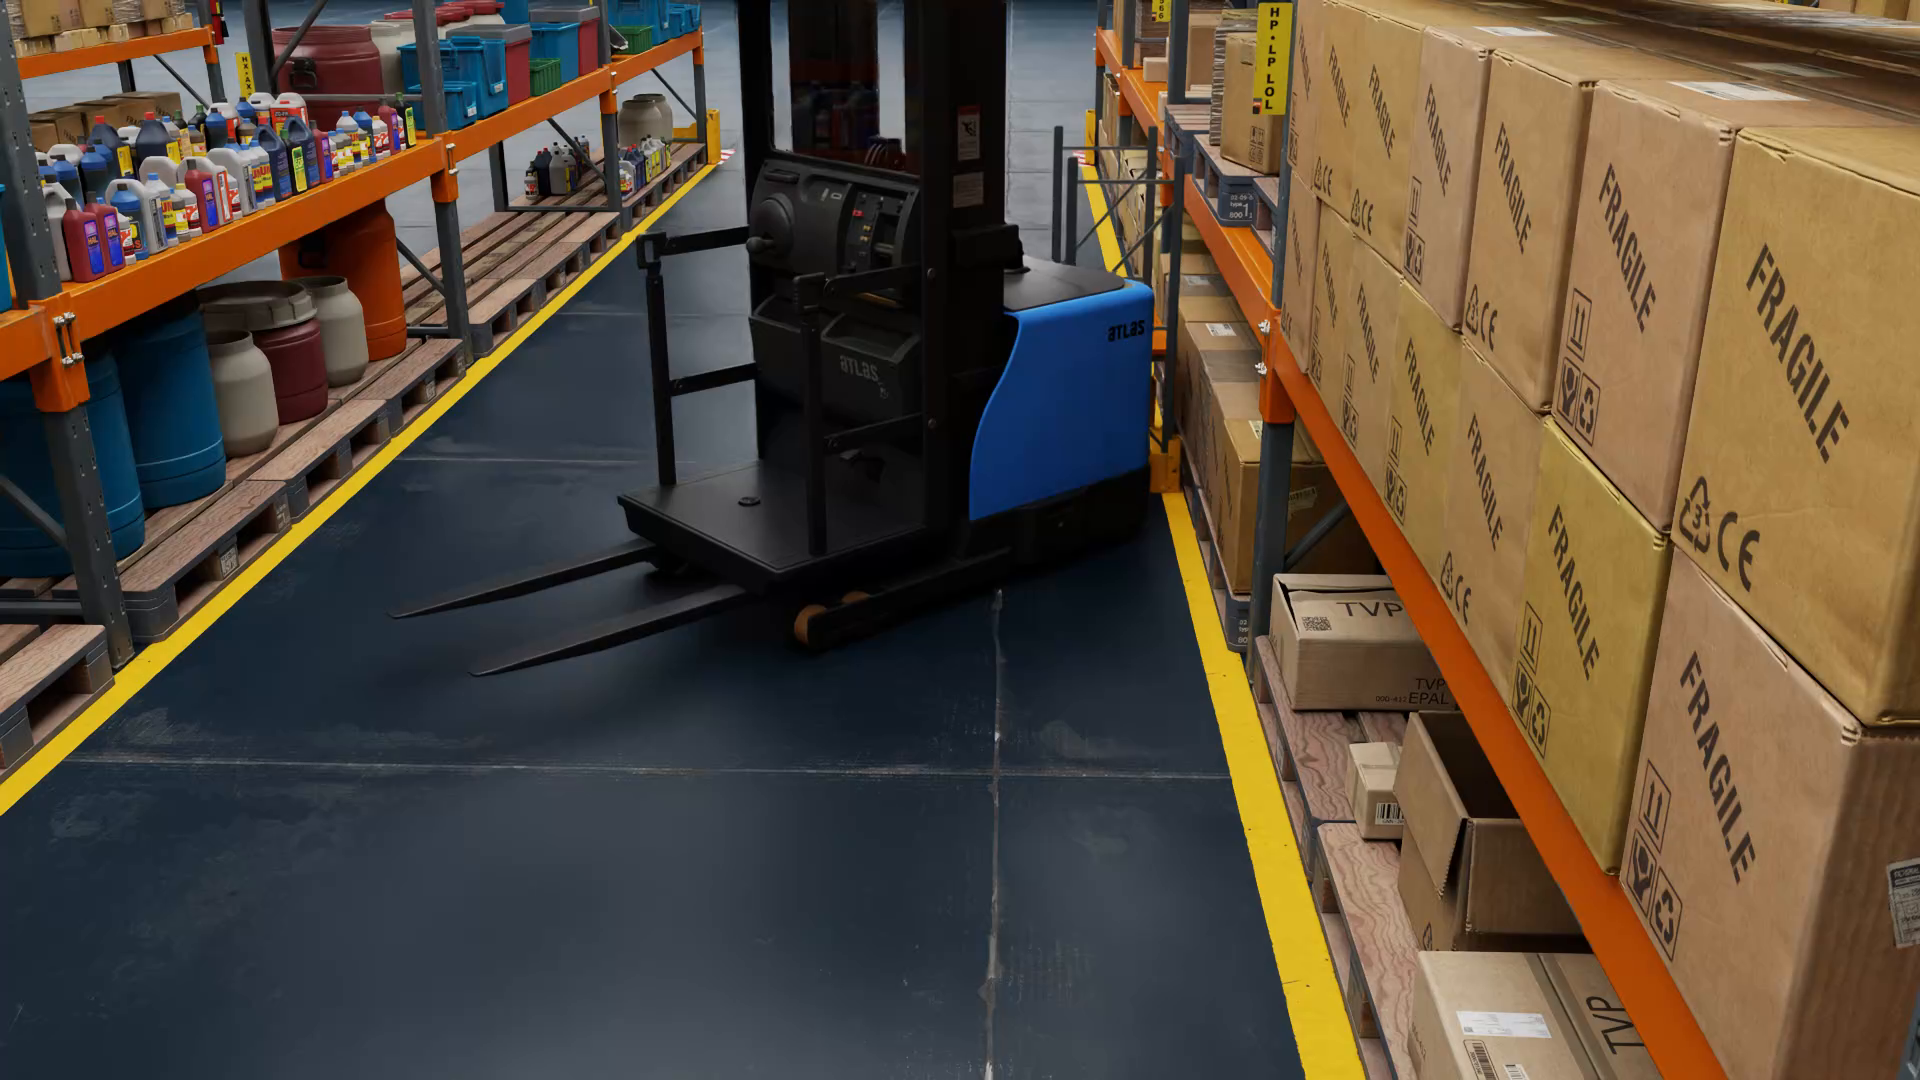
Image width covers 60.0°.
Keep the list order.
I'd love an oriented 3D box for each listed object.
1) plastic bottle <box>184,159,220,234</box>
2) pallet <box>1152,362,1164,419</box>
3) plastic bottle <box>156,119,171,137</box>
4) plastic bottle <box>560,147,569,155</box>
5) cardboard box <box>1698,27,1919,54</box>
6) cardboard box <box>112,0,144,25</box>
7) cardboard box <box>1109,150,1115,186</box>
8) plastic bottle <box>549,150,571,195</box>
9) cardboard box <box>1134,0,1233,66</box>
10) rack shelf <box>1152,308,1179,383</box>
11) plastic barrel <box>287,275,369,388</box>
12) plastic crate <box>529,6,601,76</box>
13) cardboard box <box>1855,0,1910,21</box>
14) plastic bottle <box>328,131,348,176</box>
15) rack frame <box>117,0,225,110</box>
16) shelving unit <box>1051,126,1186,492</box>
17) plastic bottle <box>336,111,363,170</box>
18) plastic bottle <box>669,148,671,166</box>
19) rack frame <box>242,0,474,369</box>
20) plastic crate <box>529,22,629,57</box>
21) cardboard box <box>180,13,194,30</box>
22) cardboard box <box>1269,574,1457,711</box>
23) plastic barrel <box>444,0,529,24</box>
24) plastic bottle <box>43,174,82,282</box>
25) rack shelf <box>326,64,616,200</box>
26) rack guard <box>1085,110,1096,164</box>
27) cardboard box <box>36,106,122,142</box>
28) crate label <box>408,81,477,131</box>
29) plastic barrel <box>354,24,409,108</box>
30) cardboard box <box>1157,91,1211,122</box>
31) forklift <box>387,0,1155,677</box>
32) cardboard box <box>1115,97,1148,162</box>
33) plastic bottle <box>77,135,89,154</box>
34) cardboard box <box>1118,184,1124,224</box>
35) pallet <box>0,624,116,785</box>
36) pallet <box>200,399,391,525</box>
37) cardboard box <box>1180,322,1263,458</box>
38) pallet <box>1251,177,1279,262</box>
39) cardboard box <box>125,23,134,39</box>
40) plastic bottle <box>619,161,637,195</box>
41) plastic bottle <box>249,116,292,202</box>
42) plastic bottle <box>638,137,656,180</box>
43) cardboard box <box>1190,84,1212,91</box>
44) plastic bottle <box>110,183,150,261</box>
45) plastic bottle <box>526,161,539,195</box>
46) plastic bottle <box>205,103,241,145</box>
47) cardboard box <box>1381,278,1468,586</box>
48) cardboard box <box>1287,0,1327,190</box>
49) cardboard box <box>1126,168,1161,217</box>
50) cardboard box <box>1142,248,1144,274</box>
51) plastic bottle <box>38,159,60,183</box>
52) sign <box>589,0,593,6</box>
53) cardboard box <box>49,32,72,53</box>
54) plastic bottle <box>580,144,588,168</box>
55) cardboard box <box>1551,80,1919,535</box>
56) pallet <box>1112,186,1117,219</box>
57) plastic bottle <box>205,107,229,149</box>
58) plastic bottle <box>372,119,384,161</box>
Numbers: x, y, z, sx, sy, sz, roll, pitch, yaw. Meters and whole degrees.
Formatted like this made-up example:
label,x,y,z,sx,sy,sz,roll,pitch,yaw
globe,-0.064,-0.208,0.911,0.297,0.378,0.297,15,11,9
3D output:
label,x,y,z,sx,sy,sz,roll,pitch,yaw
plastic bottle,-2.988,-1.359,6.546,0.061,0.283,0.133,1,21,2
pallet,1.560,-0.785,8.761,1.003,0.211,1.213,1,21,2
plastic bottle,-3.726,-1.822,7.756,0.097,0.271,0.097,0,21,0
plastic bottle,-3.453,-3.273,14.475,0.152,0.276,0.135,1,21,3
cardboard box,1.697,-0.686,3.130,0.500,0.500,0.500,0,21,1
cardboard box,-8.036,-4.982,15.173,0.875,0.500,0.500,1,21,2
cardboard box,1.563,-3.247,14.470,0.500,0.250,0.500,1,21,2
plastic bottle,-3.333,-3.062,13.826,0.144,0.351,0.185,1,21,2
cardboard box,1.749,-4.008,13.074,0.700,0.500,0.500,0,21,0
rack shelf,0.707,-0.949,7.897,0.538,0.185,1.000,0,21,0
plastic barrel,-3.256,-1.064,8.484,0.421,0.512,0.421,0,21,0
plastic crate,-2.918,-3.708,12.351,0.402,0.464,0.583,1,21,2
cardboard box,6.620,-3.614,11.450,0.700,0.500,0.500,3,21,7
plastic bottle,-2.963,-1.831,7.876,0.097,0.201,0.097,0,21,0
rack frame,-8.038,-5.358,16.690,1.000,3.000,0.127,1,21,2
shelving unit,0.707,-1.113,7.824,0.587,1.500,1.083,0,21,0
plastic bottle,-2.957,-1.934,8.045,0.097,0.271,0.097,0,21,0
plastic bottle,-2.705,-3.535,15.253,0.097,0.201,0.097,0,21,0
rack frame,-3.331,-2.411,9.095,1.000,3.000,0.127,1,21,2
plastic crate,-3.066,-4.016,13.318,0.767,0.338,0.504,1,21,2
cardboard box,-7.840,-5.135,16.464,0.380,0.149,0.250,1,21,2
cardboard box,1.270,0.289,5.246,0.500,0.311,0.500,1,21,2
plastic barrel,-3.523,-3.954,12.381,0.600,0.901,0.708,1,21,2
plastic bottle,-3.116,-1.080,5.733,0.144,0.351,0.185,1,21,2
rack shelf,-3.270,-2.798,11.089,1.077,0.370,4.000,1,21,2
rack guard,1.864,-4.091,16.881,1.175,0.500,0.348,1,21,2
cardboard box,-8.096,-3.720,15.344,0.500,0.500,0.500,3,21,7
crate label,-2.943,-2.481,9.507,0.303,0.233,0.416,1,21,2
plastic barrel,-3.513,-2.837,10.040,0.421,0.512,0.421,0,21,0
cardboard box,1.372,-2.566,9.843,0.380,0.149,0.250,1,21,2
forklift,-0.634,-1.179,6.015,3.031,2.935,1.130,-18,27,-38
cardboard box,1.565,-3.415,13.868,0.500,0.500,0.500,1,21,2
plastic bottle,-3.764,-1.587,7.134,0.061,0.283,0.133,1,21,2
cardboard box,1.482,-2.572,12.731,0.500,0.250,0.500,0,21,0
pallet,-3.436,0.602,5.186,1.003,0.211,1.213,1,21,2
pallet,-3.353,-0.385,7.730,1.003,0.211,1.213,1,21,2
cardboard box,1.280,-0.674,7.466,0.500,0.500,0.500,0,21,0
pallet,1.632,-1.107,6.000,1.003,0.211,1.213,1,21,2
cardboard box,-7.862,-4.683,15.299,0.380,0.149,0.250,1,21,2
plastic bottle,-2.779,-3.020,13.822,0.152,0.276,0.135,1,21,4
plastic bottle,-3.007,-1.651,7.206,0.144,0.351,0.185,1,21,2
plastic bottle,-2.751,-3.336,14.535,0.144,0.351,0.185,0,21,1
cardboard box,1.603,-2.699,10.187,0.380,0.149,0.250,2,21,6
plastic bottle,-3.022,-1.158,6.044,0.097,0.271,0.097,0,21,0
plastic bottle,-3.524,-2.973,13.692,0.061,0.283,0.133,2,21,4
plastic bottle,-3.681,-2.033,8.292,0.152,0.276,0.135,1,21,2
cardboard box,1.167,-0.224,3.321,0.500,0.500,0.500,0,21,1
cardboard box,1.203,-1.254,4.594,0.500,0.500,0.500,1,21,3
cardboard box,1.446,-2.462,11.672,0.500,0.311,0.500,0,21,0
cardboard box,1.405,-1.648,10.350,0.500,0.250,0.500,0,21,1
plastic bottle,-3.612,-1.370,6.592,0.097,0.271,0.097,0,21,0
sign,-3.637,-5.440,16.520,0.100,0.325,0.005,1,21,2
cardboard box,-7.805,-4.230,14.132,0.380,0.149,0.250,1,21,2
plastic bottle,-3.457,-3.514,15.199,0.097,0.201,0.097,0,21,0
cardboard box,1.130,-0.322,2.191,0.500,0.500,0.500,1,21,3
pallet,1.808,-2.788,13.923,1.003,0.211,1.213,1,21,2
plastic bottle,-3.651,-1.988,8.184,0.097,0.271,0.097,0,21,0
plastic bottle,-2.948,-2.007,8.329,0.097,0.201,0.097,0,21,0
